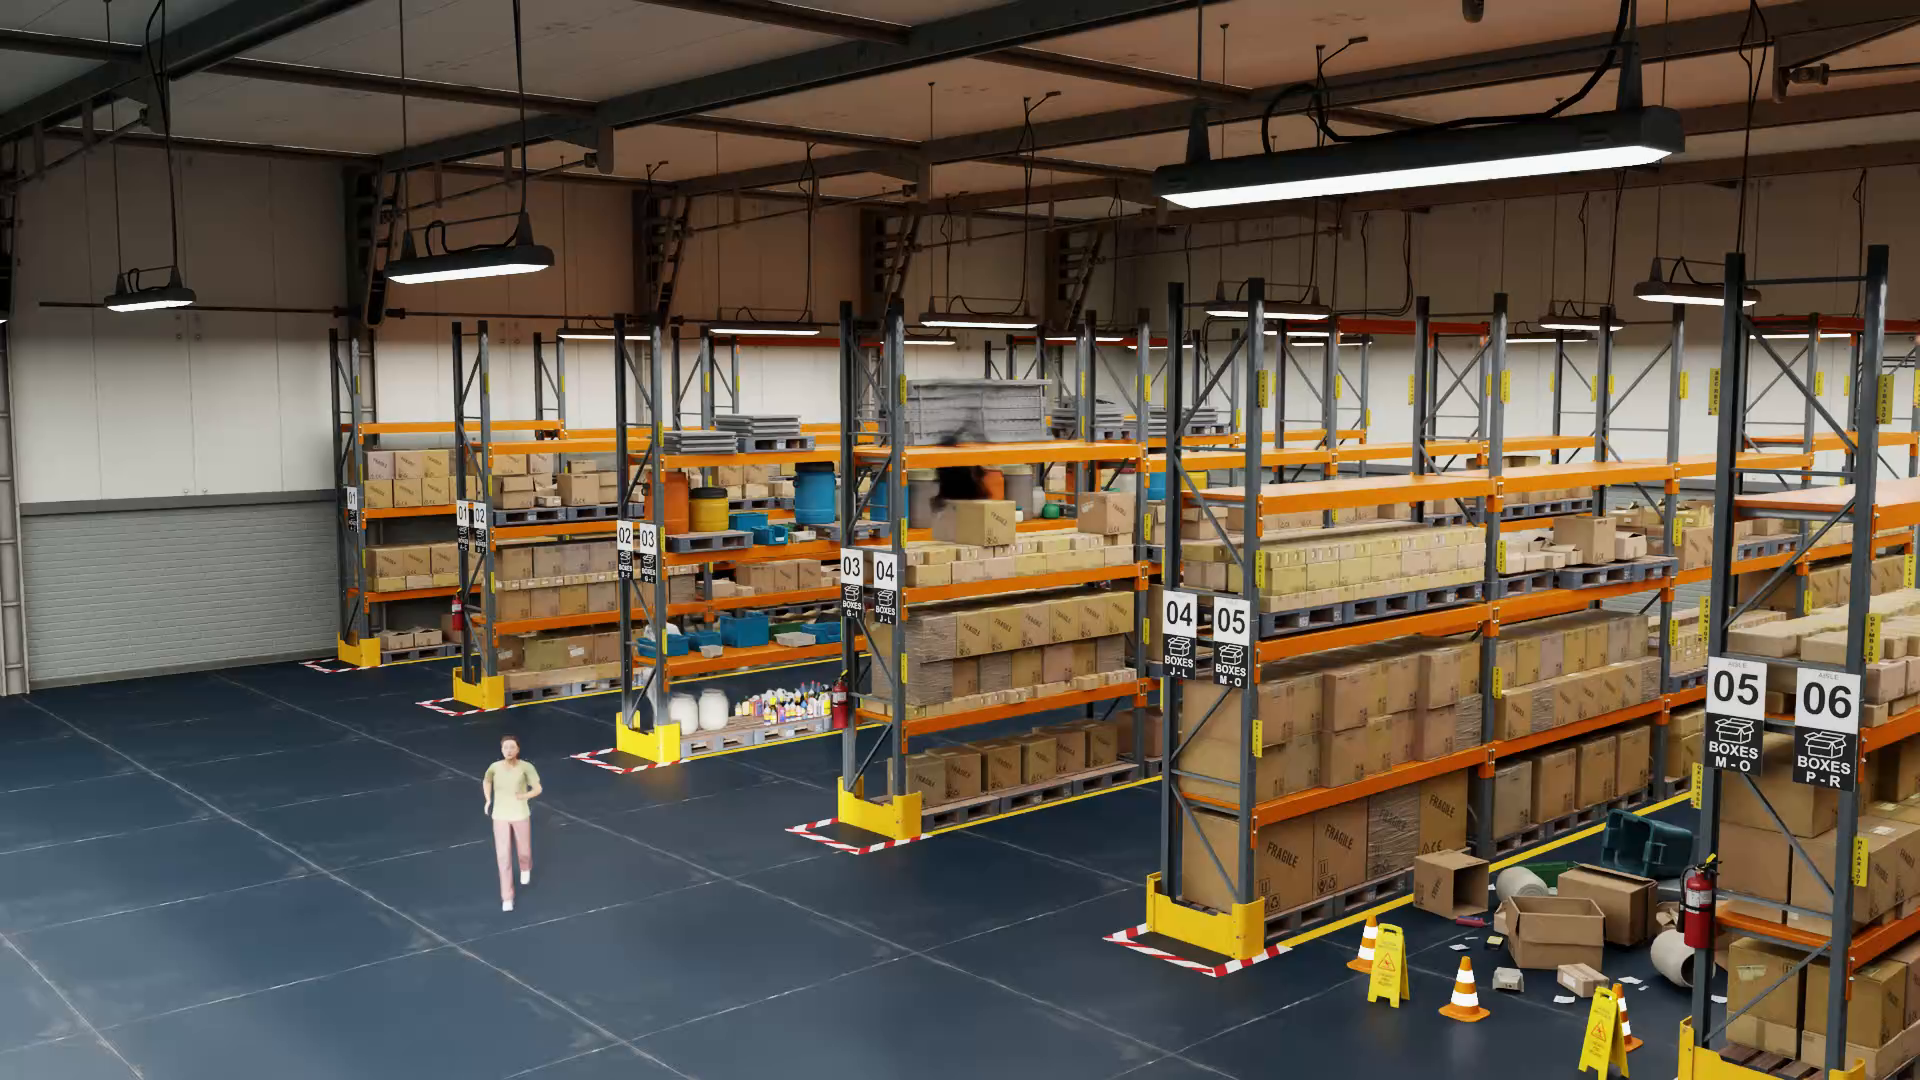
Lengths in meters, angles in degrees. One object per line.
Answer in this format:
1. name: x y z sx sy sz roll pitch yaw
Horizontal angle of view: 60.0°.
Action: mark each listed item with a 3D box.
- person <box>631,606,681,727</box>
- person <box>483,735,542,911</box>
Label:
1. person: -4.511 1.867 24.578 0.732 1.805 0.687 -5 8 -43
2. person: -4.394 2.724 16.315 0.586 1.643 0.914 -1 6 -9
